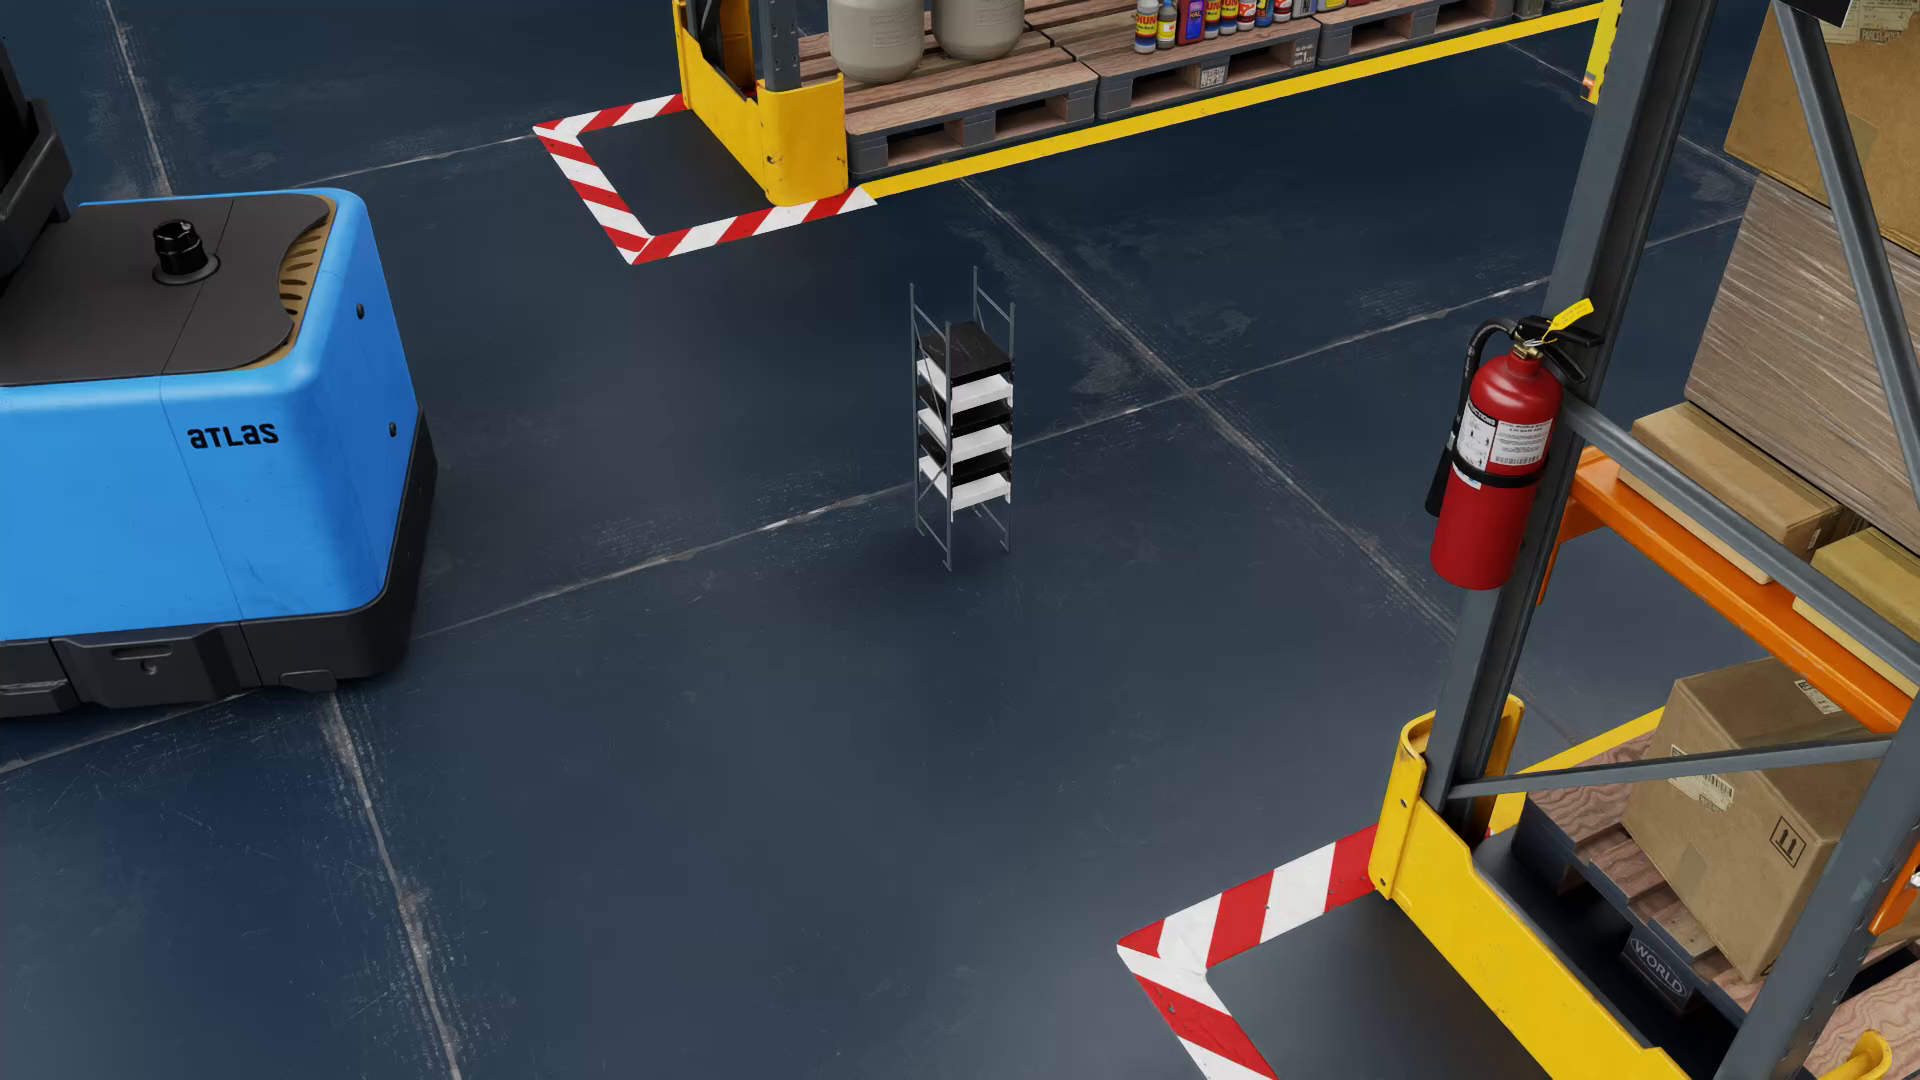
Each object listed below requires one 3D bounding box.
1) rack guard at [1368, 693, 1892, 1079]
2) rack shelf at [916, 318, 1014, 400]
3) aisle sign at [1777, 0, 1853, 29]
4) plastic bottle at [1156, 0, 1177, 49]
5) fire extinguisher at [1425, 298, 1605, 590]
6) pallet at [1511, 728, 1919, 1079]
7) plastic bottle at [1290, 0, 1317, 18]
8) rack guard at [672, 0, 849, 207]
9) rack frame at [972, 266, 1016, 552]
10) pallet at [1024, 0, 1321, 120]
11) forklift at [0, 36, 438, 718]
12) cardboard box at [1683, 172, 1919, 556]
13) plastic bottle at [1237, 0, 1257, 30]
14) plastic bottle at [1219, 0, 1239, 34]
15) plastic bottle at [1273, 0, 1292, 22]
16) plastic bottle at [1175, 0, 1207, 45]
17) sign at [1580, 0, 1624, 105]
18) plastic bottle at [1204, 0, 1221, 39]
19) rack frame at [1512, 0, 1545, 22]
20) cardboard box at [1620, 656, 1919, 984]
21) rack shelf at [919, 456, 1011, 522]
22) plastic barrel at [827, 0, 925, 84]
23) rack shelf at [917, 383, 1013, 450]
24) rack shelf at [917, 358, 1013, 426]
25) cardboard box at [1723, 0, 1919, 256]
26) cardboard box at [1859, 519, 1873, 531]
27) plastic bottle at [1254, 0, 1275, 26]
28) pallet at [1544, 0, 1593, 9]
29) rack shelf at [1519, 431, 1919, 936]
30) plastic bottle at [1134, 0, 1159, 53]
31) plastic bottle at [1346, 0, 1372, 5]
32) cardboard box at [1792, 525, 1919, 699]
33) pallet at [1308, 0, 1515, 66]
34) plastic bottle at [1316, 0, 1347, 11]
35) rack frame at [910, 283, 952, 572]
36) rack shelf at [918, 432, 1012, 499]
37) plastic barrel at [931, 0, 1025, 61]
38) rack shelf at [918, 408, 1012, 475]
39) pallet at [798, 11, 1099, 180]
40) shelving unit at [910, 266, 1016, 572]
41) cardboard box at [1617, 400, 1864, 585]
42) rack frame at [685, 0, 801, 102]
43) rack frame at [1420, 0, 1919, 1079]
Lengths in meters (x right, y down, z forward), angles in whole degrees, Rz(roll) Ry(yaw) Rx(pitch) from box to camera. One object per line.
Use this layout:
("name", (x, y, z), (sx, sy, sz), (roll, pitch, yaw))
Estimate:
("rack guard", (1.441, 0.926, 3.769), (0.348, 0.500, 1.175), (-19, 44, -21))
("rack shelf", (0.007, -0.527, 4.809), (0.200, 0.077, 0.258), (-19, 44, -21))
("aisle sign", (1.180, -1.151, 2.276), (0.004, 0.787, 0.394), (-19, 44, -21))
("plastic bottle", (0.929, -2.336, 7.514), (0.097, 0.201, 0.097), (0, 40, 0))
("fire extinguisher", (1.059, -0.205, 3.231), (0.183, 0.674, 0.296), (-19, 44, -21))
("pallet", (2.178, 0.814, 4.124), (1.213, 0.211, 1.003), (-19, 44, -21))
("plastic bottle", (1.593, -2.608, 7.777), (0.135, 0.276, 0.152), (-18, 43, -20))
("rack guard", (-0.869, -1.939, 7.153), (0.348, 0.500, 1.175), (-19, 44, -21))
("rack frame", (0.097, -0.376, 4.998), (0.006, 0.900, 0.240), (-19, 44, -21))
("pallet", (0.935, -2.429, 7.957), (1.213, 0.211, 1.003), (-19, 44, -21))
("forklift", (-3.145, -0.895, 4.038), (3.031, 2.935, 1.130), (-5, 40, -6))
("cardboard box", (1.874, -0.305, 2.981), (0.500, 0.500, 0.875), (-19, 44, -21))
("plastic bottle", (1.318, -2.467, 7.668), (0.097, 0.201, 0.097), (0, 40, 0))
("plastic bottle", (1.230, -2.464, 7.611), (0.097, 0.271, 0.097), (0, 40, 0))
("plastic bottle", (1.501, -2.529, 7.741), (0.097, 0.201, 0.097), (0, 40, 0))
("plastic bottle", (1.047, -2.394, 7.518), (0.133, 0.283, 0.061), (-18, 43, -20))
("sign", (1.135, -0.892, 2.841), (0.005, 0.325, 0.100), (-19, 44, -21))
("plastic bottle", (1.142, -2.435, 7.576), (0.097, 0.271, 0.097), (0, 40, 0))
("rack frame", (2.633, -4.037, 7.697), (0.127, 3.000, 1.000), (-19, 44, -21))
("cardboard box", (1.935, 0.612, 3.815), (0.500, 0.500, 0.500), (-11, 41, -13))
("rack shelf", (0.007, -0.183, 5.100), (0.200, 0.077, 0.258), (-19, 44, -21))
("plastic barrel", (-0.366, -2.294, 7.239), (0.421, 0.512, 0.421), (0, 40, 0))
("rack shelf", (0.007, -0.389, 4.925), (0.200, 0.077, 0.258), (-19, 44, -21))
("rack shelf", (0.007, -0.458, 4.867), (0.200, 0.077, 0.258), (-19, 44, -21))
("cardboard box", (1.747, -0.844, 2.844), (0.500, 0.500, 0.500), (-19, 44, -21))
("cardboard box", (1.753, -0.187, 3.343), (0.250, 0.149, 0.380), (-19, 44, -21))
("plastic bottle", (1.410, -2.525, 7.682), (0.097, 0.271, 0.097), (0, 40, 0))
("pallet", (3.312, -3.229, 8.902), (1.213, 0.211, 1.003), (-19, 44, -21))
("rack shelf", (3.147, -0.327, 3.872), (4.000, 0.370, 1.077), (-19, 44, -21))
("plastic bottle", (0.838, -2.332, 7.455), (0.097, 0.271, 0.097), (0, 40, 0))
("plastic bottle", (1.900, -2.681, 7.857), (0.133, 0.283, 0.061), (-16, 43, -18))
("cardboard box", (1.736, 0.142, 2.955), (0.250, 0.149, 0.380), (-19, 44, -21))
("pallet", (2.018, -2.796, 8.390), (1.213, 0.211, 1.003), (-19, 44, -21))
("plastic bottle", (1.739, -2.683, 7.807), (0.185, 0.351, 0.144), (-19, 44, -21))
("rack frame", (-0.083, -0.316, 4.926), (0.006, 0.900, 0.240), (-19, 44, -21))
("rack shelf", (0.007, -0.252, 5.042), (0.200, 0.077, 0.258), (-19, 44, -21))
("plastic barrel", (0.079, -2.444, 7.416), (0.421, 0.512, 0.421), (0, 40, 0))
("rack shelf", (0.007, -0.320, 4.984), (0.200, 0.077, 0.258), (-19, 44, -21))
("pallet", (-0.146, -2.068, 7.530), (1.213, 0.211, 1.003), (-19, 44, -21))
("shelving unit", (0.007, -0.346, 4.962), (0.210, 0.900, 0.258), (-19, 44, -21))
("cardboard box", (1.531, -0.112, 3.256), (0.250, 0.149, 0.380), (-19, 44, -21))
("rack frame", (-0.914, -2.843, 6.287), (0.127, 3.000, 1.000), (-19, 44, -21))
("rack frame", (1.374, -0.005, 2.934), (0.127, 3.000, 1.000), (-19, 44, -21))
